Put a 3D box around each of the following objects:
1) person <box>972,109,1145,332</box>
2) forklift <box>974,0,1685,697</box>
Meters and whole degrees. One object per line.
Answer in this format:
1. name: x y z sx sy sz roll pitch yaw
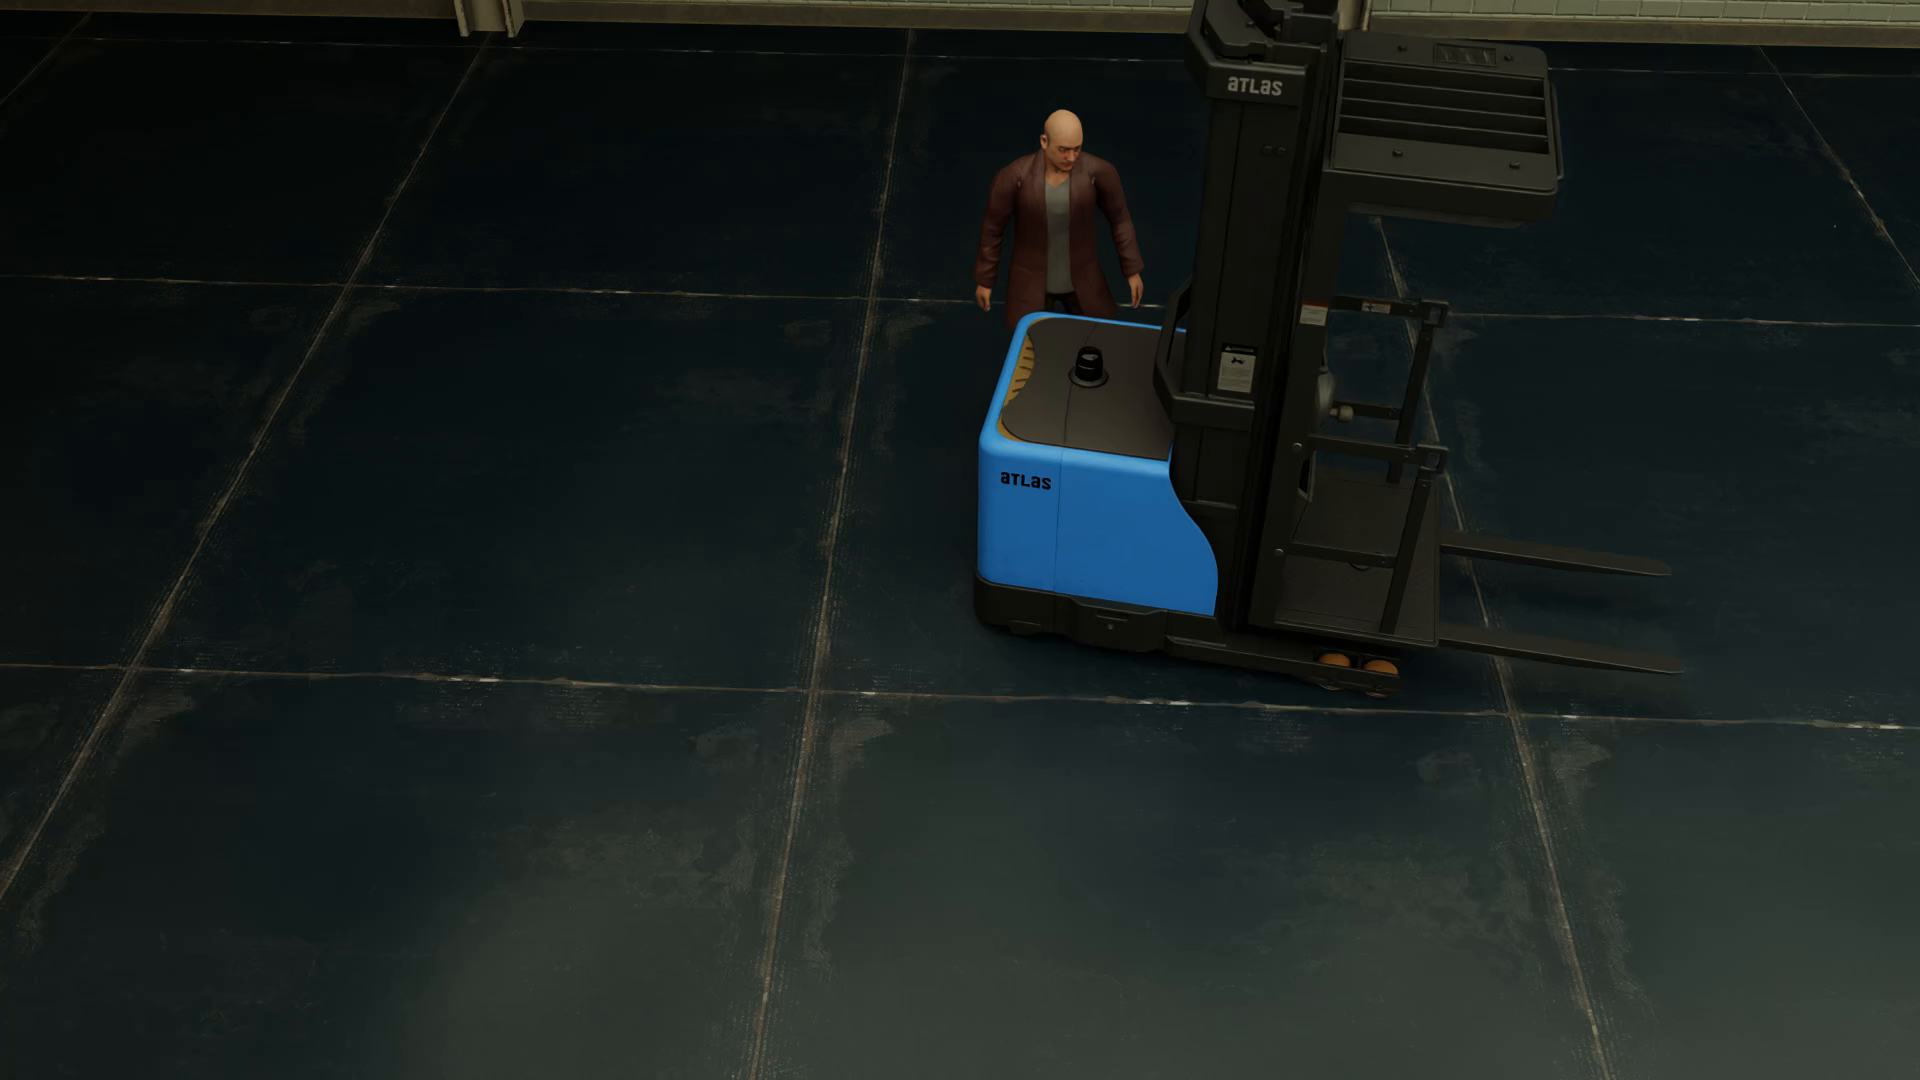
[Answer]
1. person: 0.470 -1.242 7.977 0.817 1.753 0.453 -4 43 -5
2. forklift: 1.634 -0.799 6.617 3.031 2.935 1.130 8 43 9
